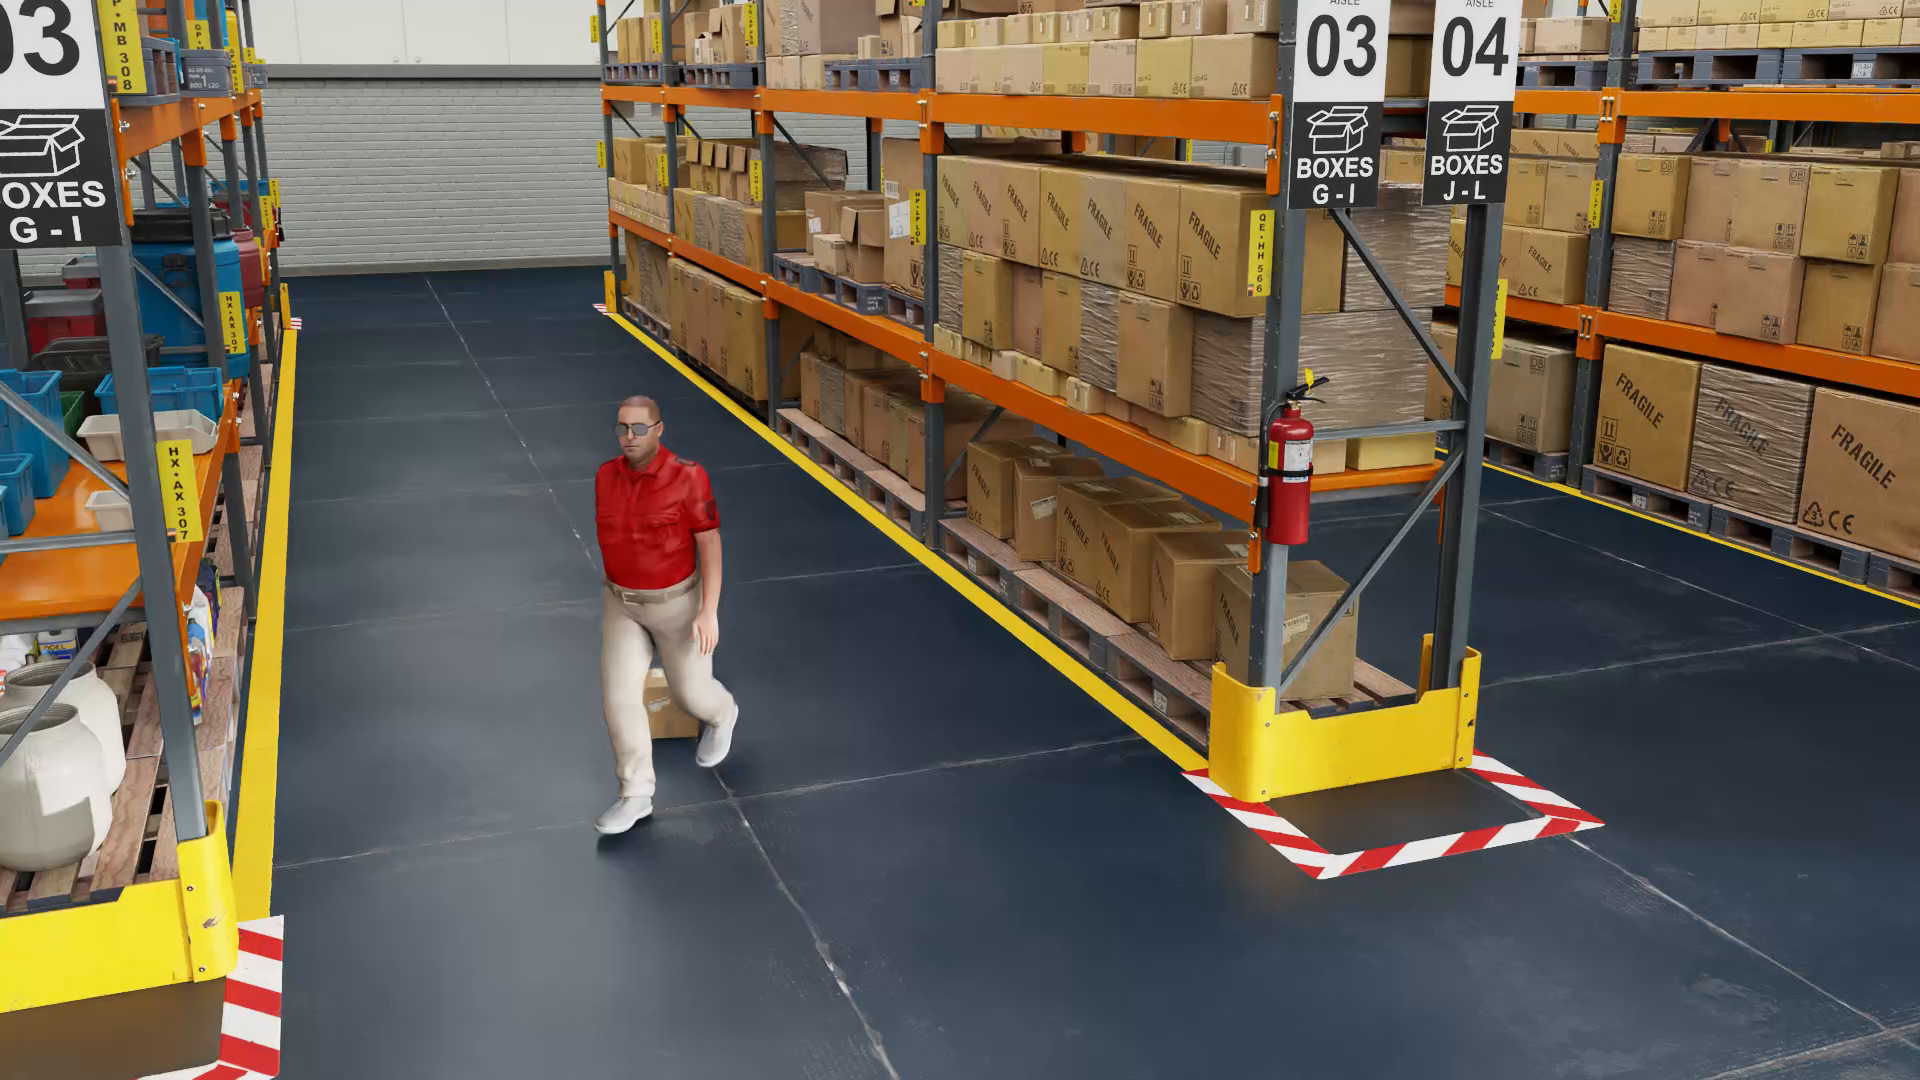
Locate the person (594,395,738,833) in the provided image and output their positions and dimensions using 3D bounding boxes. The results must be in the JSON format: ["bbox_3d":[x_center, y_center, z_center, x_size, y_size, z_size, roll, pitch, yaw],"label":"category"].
[{"bbox_3d":[-1.179,0.243,6.663,0.550,1.686,0.942,4,16,14],"label":"person"}]
